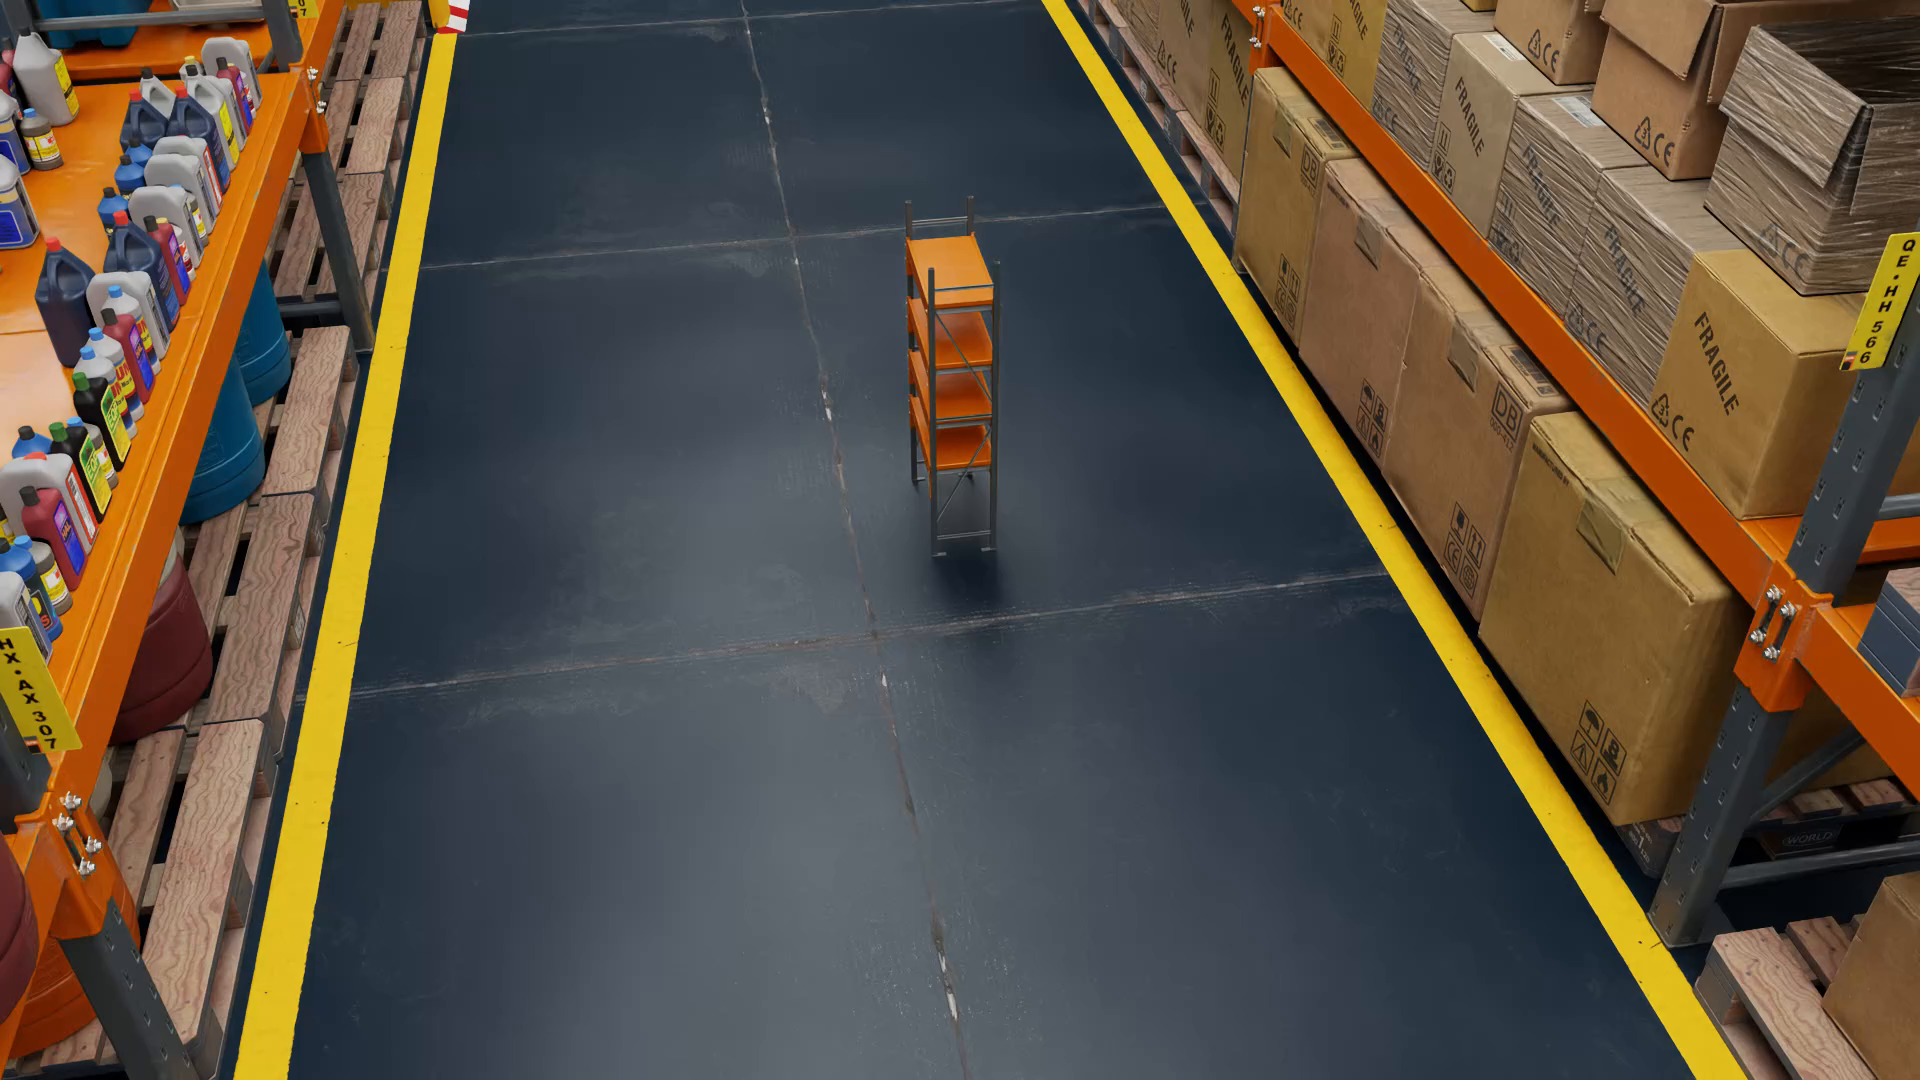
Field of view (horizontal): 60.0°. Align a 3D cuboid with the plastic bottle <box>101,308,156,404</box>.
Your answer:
[{"bbox_3d":[-2.294,-0.525,4.575,0.061,0.283,0.133,-6,38,-8],"label":"plastic bottle"}]

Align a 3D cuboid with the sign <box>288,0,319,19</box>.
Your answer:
[{"bbox_3d":[-2.538,-2.155,6.353,0.100,0.325,0.005,-6,38,-8],"label":"sign"}]

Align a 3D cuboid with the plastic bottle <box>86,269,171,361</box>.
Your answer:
[{"bbox_3d":[-2.379,-0.656,4.751,0.152,0.276,0.135,-6,38,-8],"label":"plastic bottle"}]

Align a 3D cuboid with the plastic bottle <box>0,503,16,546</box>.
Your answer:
[{"bbox_3d":[-2.337,-0.044,4.024,0.097,0.201,0.097,0,38,0],"label":"plastic bottle"}]

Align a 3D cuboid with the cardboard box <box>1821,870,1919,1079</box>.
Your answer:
[{"bbox_3d":[2.635,1.112,4.053,0.700,0.500,0.500,-8,39,-10],"label":"cardboard box"}]

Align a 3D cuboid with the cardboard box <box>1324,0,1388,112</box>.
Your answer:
[{"bbox_3d":[1.720,-1.952,6.236,0.500,0.500,0.500,-6,38,-8],"label":"cardboard box"}]

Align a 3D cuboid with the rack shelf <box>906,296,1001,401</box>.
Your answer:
[{"bbox_3d":[-0.029,-0.697,5.915,0.258,0.148,0.480,-6,38,-8],"label":"rack shelf"}]

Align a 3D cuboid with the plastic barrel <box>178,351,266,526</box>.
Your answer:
[{"bbox_3d":[-2.877,-0.567,5.903,0.600,0.901,0.708,-6,38,-8],"label":"plastic barrel"}]

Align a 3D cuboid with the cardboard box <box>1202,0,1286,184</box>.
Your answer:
[{"bbox_3d":[1.759,-2.254,8.096,0.875,0.875,0.875,-6,38,-8],"label":"cardboard box"}]

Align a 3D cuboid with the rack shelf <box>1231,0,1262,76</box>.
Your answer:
[{"bbox_3d":[1.446,-3.444,8.825,1.077,0.370,4.000,-6,38,-8],"label":"rack shelf"}]

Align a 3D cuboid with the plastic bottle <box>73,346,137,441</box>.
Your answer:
[{"bbox_3d":[-2.275,-0.389,4.411,0.097,0.271,0.097,0,38,0],"label":"plastic bottle"}]

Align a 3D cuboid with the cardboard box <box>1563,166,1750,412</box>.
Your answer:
[{"bbox_3d":[2.086,-0.717,4.646,0.500,0.500,0.500,-7,38,-8],"label":"cardboard box"}]

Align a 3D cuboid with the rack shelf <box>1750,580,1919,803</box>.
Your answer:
[{"bbox_3d":[2.848,1.388,2.605,1.077,0.370,4.000,-6,38,-8],"label":"rack shelf"}]

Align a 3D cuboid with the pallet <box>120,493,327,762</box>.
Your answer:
[{"bbox_3d":[-2.768,0.323,5.663,1.003,0.211,1.213,-6,38,-8],"label":"pallet"}]

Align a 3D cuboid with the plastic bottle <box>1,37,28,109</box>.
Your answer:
[{"bbox_3d":[-3.436,-1.674,6.055,0.061,0.283,0.133,-6,38,-8],"label":"plastic bottle"}]

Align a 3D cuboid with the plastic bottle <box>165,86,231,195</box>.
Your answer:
[{"bbox_3d":[-2.564,-1.337,5.566,0.144,0.351,0.185,-6,38,-8],"label":"plastic bottle"}]

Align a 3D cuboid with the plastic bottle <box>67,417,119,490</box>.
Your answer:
[{"bbox_3d":[-2.234,-0.222,4.253,0.097,0.201,0.097,0,38,0],"label":"plastic bottle"}]

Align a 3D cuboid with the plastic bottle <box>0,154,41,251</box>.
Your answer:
[{"bbox_3d":[-3.062,-1.075,5.290,0.152,0.276,0.135,-6,38,-8],"label":"plastic bottle"}]

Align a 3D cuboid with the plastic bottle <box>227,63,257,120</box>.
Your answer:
[{"bbox_3d":[-2.645,-1.639,6.076,0.097,0.201,0.097,0,38,0],"label":"plastic bottle"}]

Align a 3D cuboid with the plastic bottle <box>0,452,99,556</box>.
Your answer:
[{"bbox_3d":[-2.217,-0.098,4.033,0.152,0.276,0.135,-6,38,-8],"label":"plastic bottle"}]

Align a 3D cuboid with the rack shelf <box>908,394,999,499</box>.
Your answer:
[{"bbox_3d":[-0.029,-0.364,6.174,0.258,0.148,0.480,-6,38,-8],"label":"rack shelf"}]

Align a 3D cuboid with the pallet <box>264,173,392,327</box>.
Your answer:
[{"bbox_3d":[-3.247,-1.326,7.785,1.003,0.211,1.213,-6,38,-8],"label":"pallet"}]

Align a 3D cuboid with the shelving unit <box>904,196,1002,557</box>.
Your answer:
[{"bbox_3d":[-0.029,-0.574,6.011,0.258,1.200,0.503,-6,38,-8],"label":"shelving unit"}]

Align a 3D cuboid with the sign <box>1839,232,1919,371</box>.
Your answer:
[{"bbox_3d":[1.952,-0.500,3.505,0.100,0.325,0.005,-6,38,-8],"label":"sign"}]

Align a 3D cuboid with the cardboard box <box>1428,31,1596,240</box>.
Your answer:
[{"bbox_3d":[1.903,-1.338,5.445,0.500,0.500,0.500,-6,38,-7],"label":"cardboard box"}]

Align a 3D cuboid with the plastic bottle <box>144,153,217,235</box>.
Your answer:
[{"bbox_3d":[-2.516,-1.129,5.359,0.152,0.276,0.135,-6,38,-8],"label":"plastic bottle"}]

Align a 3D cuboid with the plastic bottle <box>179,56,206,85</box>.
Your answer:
[{"bbox_3d":[-2.812,-1.681,6.131,0.097,0.201,0.097,0,38,0],"label":"plastic bottle"}]

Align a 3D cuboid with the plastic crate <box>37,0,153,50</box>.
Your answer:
[{"bbox_3d":[-3.498,-2.250,6.666,0.392,0.384,0.575,-6,38,-8],"label":"plastic crate"}]

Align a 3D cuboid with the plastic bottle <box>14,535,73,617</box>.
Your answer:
[{"bbox_3d":[-2.147,0.079,3.865,0.097,0.201,0.097,0,38,0],"label":"plastic bottle"}]

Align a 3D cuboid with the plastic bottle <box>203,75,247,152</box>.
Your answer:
[{"bbox_3d":[-2.628,-1.515,5.856,0.152,0.276,0.135,-6,38,-8],"label":"plastic bottle"}]

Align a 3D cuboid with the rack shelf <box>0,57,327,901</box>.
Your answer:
[{"bbox_3d":[-2.729,-0.496,5.029,1.077,0.370,4.000,-6,38,-8],"label":"rack shelf"}]

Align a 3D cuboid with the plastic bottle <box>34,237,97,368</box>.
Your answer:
[{"bbox_3d":[-2.530,-0.685,4.727,0.144,0.351,0.185,-6,38,-8],"label":"plastic bottle"}]

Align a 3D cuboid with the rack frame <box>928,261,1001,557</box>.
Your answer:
[{"bbox_3d":[0.014,-0.426,5.821,0.240,1.200,0.015,-6,38,-8],"label":"rack frame"}]

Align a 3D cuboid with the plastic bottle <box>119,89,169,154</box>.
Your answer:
[{"bbox_3d":[-2.706,-1.321,5.546,0.144,0.351,0.185,-6,38,-8],"label":"plastic bottle"}]

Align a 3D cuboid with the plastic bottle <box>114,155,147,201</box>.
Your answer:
[{"bbox_3d":[-2.636,-1.102,5.329,0.097,0.271,0.097,0,38,0],"label":"plastic bottle"}]

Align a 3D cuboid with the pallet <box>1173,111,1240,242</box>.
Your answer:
[{"bbox_3d":[1.740,-1.887,8.507,1.003,0.211,1.213,-6,38,-8],"label":"pallet"}]

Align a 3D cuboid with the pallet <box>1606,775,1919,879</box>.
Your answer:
[{"bbox_3d":[2.434,0.513,5.418,1.003,0.211,1.213,-6,38,-8],"label":"pallet"}]

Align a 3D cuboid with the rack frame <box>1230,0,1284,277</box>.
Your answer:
[{"bbox_3d":[1.796,-2.520,7.049,1.000,3.000,0.127,-6,38,-8],"label":"rack frame"}]

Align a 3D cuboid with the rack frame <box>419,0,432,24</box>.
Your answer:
[{"bbox_3d":[-3.781,-4.404,9.473,1.000,3.000,0.127,-6,38,-8],"label":"rack frame"}]

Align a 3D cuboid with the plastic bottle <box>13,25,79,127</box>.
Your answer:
[{"bbox_3d":[-3.330,-1.696,6.029,0.144,0.351,0.185,-6,38,-8],"label":"plastic bottle"}]

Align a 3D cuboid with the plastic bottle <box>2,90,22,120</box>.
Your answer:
[{"bbox_3d":[-3.374,-1.494,5.889,0.097,0.201,0.097,0,38,0],"label":"plastic bottle"}]

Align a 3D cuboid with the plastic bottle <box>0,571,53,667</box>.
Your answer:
[{"bbox_3d":[-2.136,0.181,3.673,0.152,0.276,0.135,-6,38,-8],"label":"plastic bottle"}]

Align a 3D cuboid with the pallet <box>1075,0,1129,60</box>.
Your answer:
[{"bbox_3d":[1.312,-3.361,10.404,1.003,0.211,1.213,-6,38,-8],"label":"pallet"}]

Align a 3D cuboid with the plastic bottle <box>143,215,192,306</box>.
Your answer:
[{"bbox_3d":[-2.390,-0.857,5.003,0.061,0.283,0.133,-6,38,-8],"label":"plastic bottle"}]

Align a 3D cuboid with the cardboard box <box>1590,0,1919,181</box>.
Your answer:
[{"bbox_3d":[2.274,-1.377,4.679,0.797,0.503,0.637,-5,38,-7],"label":"cardboard box"}]

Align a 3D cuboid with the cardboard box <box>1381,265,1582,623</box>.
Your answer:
[{"bbox_3d":[2.248,-0.389,5.696,1.225,0.875,0.875,-6,38,-8],"label":"cardboard box"}]

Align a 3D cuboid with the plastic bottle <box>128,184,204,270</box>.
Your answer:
[{"bbox_3d":[-2.476,-0.989,5.179,0.152,0.276,0.135,-6,38,-8],"label":"plastic bottle"}]

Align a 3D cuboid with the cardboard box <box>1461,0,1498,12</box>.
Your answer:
[{"bbox_3d":[2.025,-2.155,5.680,0.797,0.503,0.637,-6,38,-7],"label":"cardboard box"}]

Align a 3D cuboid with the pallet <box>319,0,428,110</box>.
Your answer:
[{"bbox_3d":[-3.675,-2.800,9.682,1.003,0.211,1.213,-6,38,-8],"label":"pallet"}]

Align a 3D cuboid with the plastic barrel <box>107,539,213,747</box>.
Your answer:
[{"bbox_3d":[-2.679,0.239,5.121,0.600,0.588,0.708,-6,38,-8],"label":"plastic barrel"}]

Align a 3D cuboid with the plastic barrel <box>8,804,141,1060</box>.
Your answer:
[{"bbox_3d":[-2.481,0.826,4.169,0.600,0.830,0.708,-6,38,-8],"label":"plastic barrel"}]

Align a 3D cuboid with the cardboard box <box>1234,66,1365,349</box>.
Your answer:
[{"bbox_3d":[1.928,-1.463,7.077,1.225,0.875,0.875,-6,38,-8],"label":"cardboard box"}]

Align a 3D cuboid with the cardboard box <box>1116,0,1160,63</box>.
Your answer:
[{"bbox_3d":[1.446,-3.336,9.488,0.875,0.875,0.875,-6,38,-8],"label":"cardboard box"}]
